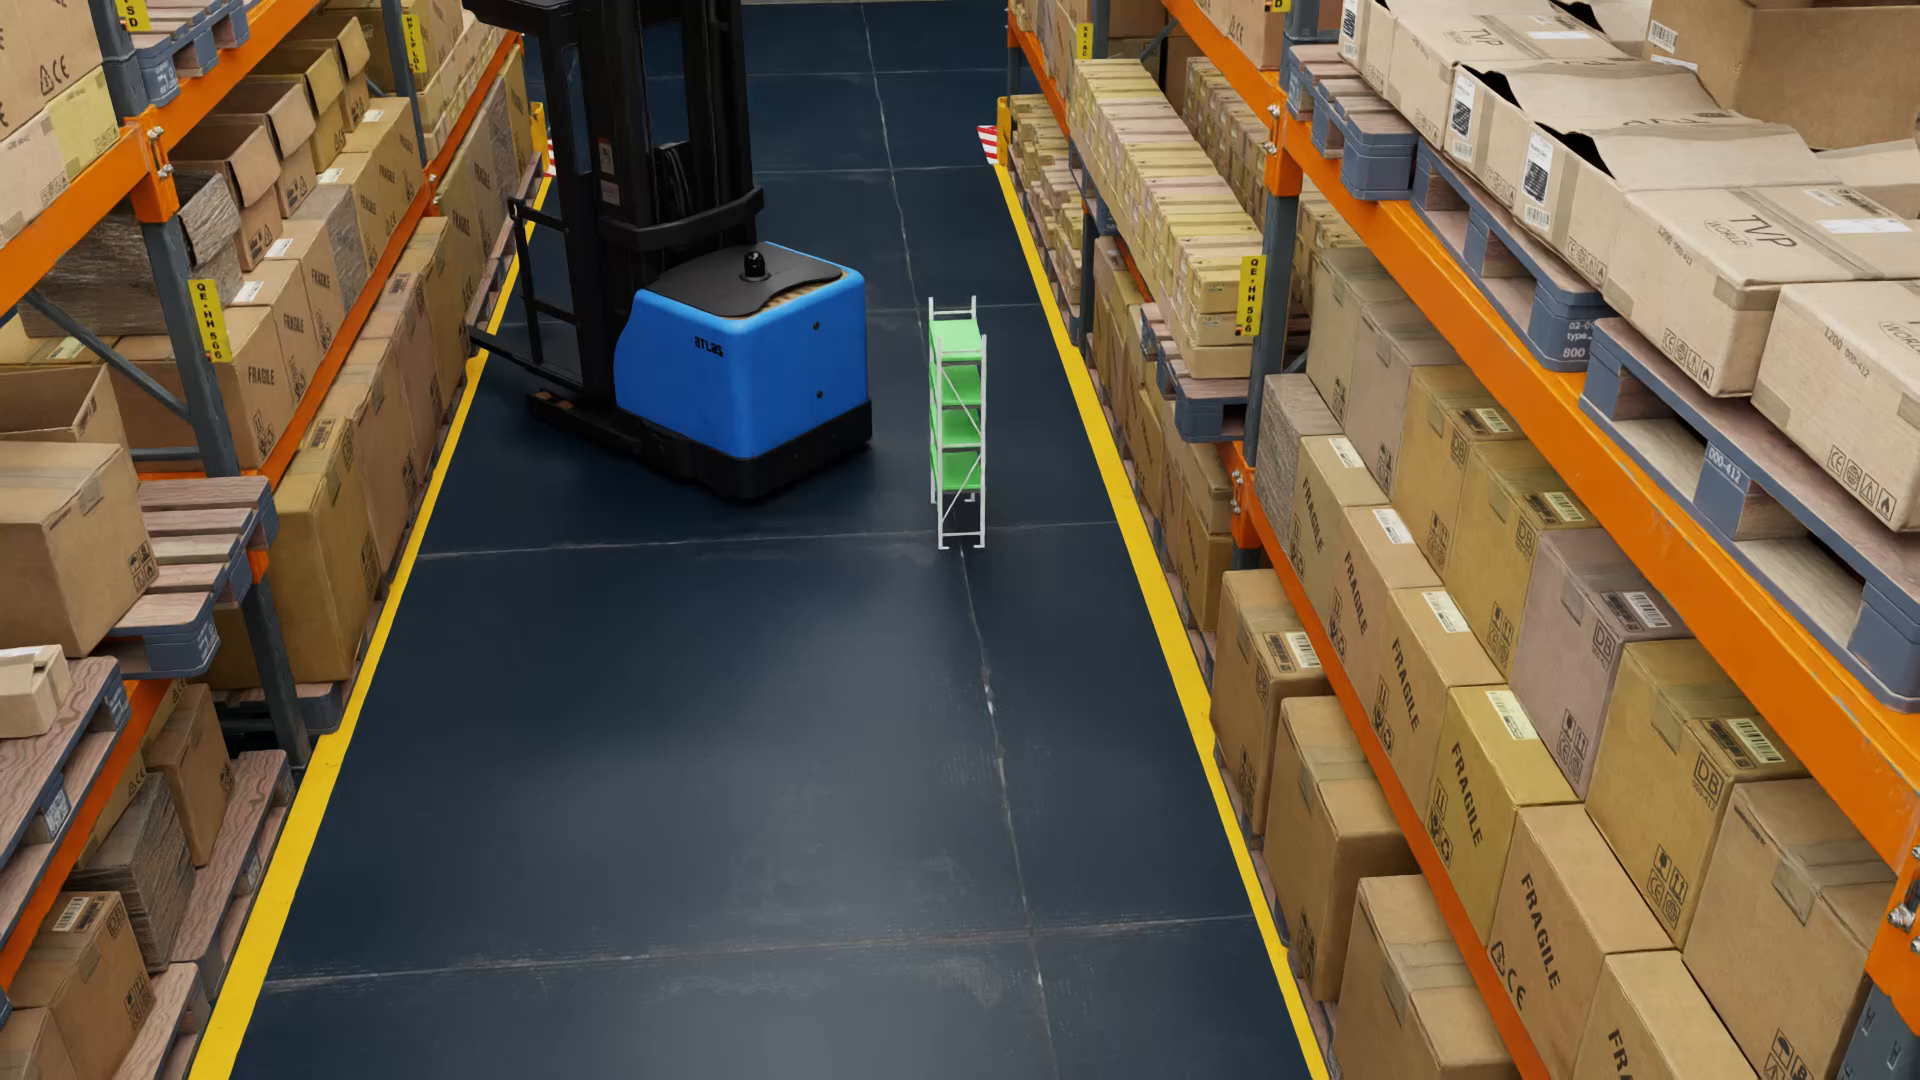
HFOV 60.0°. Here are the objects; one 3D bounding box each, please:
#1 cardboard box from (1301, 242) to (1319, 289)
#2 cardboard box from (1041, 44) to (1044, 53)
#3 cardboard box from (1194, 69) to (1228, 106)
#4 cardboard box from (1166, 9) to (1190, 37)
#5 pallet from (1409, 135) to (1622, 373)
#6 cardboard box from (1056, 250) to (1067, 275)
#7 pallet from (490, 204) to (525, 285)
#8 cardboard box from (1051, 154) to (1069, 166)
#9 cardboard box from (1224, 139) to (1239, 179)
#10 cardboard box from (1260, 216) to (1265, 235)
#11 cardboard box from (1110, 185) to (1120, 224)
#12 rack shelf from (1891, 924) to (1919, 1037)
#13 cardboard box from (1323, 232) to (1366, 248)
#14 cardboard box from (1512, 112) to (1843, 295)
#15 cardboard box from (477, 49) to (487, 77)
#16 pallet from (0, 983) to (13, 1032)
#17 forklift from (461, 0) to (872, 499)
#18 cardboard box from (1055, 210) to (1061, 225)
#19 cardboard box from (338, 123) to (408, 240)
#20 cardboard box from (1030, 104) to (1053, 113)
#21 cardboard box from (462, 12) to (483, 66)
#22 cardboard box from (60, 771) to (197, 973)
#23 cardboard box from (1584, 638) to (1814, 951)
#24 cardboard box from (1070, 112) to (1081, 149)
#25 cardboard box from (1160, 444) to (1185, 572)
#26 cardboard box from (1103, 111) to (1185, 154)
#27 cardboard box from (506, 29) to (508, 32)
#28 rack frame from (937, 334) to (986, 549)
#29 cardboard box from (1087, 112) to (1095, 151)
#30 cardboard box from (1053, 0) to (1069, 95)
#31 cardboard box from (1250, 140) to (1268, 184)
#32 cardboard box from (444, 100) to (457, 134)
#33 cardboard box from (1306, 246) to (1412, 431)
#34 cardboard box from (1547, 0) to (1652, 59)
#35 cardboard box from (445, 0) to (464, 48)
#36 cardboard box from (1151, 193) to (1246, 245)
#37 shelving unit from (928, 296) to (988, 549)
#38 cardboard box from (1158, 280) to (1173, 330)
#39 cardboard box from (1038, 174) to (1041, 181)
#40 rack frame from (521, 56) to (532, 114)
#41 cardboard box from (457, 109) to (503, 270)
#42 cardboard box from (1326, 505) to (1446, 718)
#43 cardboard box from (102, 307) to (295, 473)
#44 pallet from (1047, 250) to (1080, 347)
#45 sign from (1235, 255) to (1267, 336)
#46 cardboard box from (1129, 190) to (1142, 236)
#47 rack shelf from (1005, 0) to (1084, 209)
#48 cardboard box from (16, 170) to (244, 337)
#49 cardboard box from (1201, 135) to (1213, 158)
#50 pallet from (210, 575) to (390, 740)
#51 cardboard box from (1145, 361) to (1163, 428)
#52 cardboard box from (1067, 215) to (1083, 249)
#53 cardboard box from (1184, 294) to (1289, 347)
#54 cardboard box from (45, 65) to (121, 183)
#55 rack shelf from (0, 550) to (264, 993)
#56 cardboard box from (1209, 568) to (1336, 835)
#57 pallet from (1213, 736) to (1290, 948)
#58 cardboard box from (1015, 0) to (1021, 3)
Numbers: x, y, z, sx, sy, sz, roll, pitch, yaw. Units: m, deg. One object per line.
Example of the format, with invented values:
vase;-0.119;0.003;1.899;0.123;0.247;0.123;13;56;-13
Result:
cardboard box;1.748;-1.228;7.425;0.380;0.149;0.250;-4;31;-6
cardboard box;0.798;-3.631;12.149;0.380;0.149;0.250;-3;31;-6
cardboard box;1.533;-2.534;9.322;0.380;0.149;0.250;-4;31;-6
cardboard box;1.475;-3.381;10.122;0.500;0.500;0.500;-2;31;-3
pallet;1.869;-0.806;4.434;1.003;0.211;1.213;-1;31;-2
cardboard box;0.869;-1.947;11.456;0.380;0.149;0.250;-4;31;-6
pallet;-3.783;-2.172;12.180;1.003;0.211;1.213;-3;31;-5
cardboard box;0.873;-2.714;12.159;0.380;0.149;0.250;-3;31;-4
cardboard box;1.608;-2.012;8.738;0.380;0.149;0.250;-4;31;-7
cardboard box;1.682;-1.484;8.145;0.380;0.149;0.250;-2;31;-4
cardboard box;0.981;-1.722;8.543;0.380;0.149;0.250;-3;31;-5
rack shelf;2.209;1.588;0.943;1.077;0.370;4.000;-3;31;-5
cardboard box;1.770;-1.207;7.100;0.380;0.149;0.250;-4;31;-6
cardboard box;1.639;-0.811;3.838;0.500;0.311;0.500;-4;31;-6
cardboard box;-3.543;-3.341;11.662;0.380;0.149;0.250;-2;31;-4
pallet;-2.852;1.417;3.640;1.003;0.211;1.213;-3;31;-5
forklift;-1.962;-2.101;9.408;3.031;2.935;1.130;23;38;33
cardboard box;0.880;-2.304;11.762;0.380;0.149;0.250;-2;31;-3
cardboard box;-3.318;-1.917;8.937;0.500;0.500;0.500;-2;31;-3
cardboard box;0.757;-3.374;13.264;0.380;0.149;0.250;-2;31;-4
cardboard box;-3.590;-3.439;11.438;0.500;0.250;0.500;-3;31;-4
cardboard box;-3.152;1.198;5.829;0.700;0.500;0.500;-5;31;-9
cardboard box;1.920;0.558;3.818;0.700;0.500;0.500;-3;31;-5
cardboard box;0.854;-2.388;9.658;0.380;0.149;0.250;-4;31;-7
cardboard box;1.282;-0.192;8.175;0.500;0.500;0.500;-2;31;-3
cardboard box;0.952;-2.112;8.616;0.380;0.149;0.250;-3;31;-5
cardboard box;-3.660;-3.988;12.747;0.380;0.149;0.250;-2;31;-4
rack frame;0.007;-0.475;8.375;0.240;1.200;0.015;-3;31;-5
cardboard box;0.904;-2.252;9.140;0.380;0.149;0.250;-2;31;-3
cardboard box;0.901;-3.208;10.808;0.500;0.500;0.500;-4;31;-6
cardboard box;1.654;-1.868;8.208;0.380;0.149;0.250;-3;31;-5
cardboard box;-3.419;-2.680;10.557;0.380;0.149;0.250;-2;31;-3
cardboard box;1.680;-0.739;5.990;0.700;0.500;0.500;-3;31;-5
cardboard box;2.045;-1.450;4.907;0.500;0.311;0.500;-3;31;-5
cardboard box;-3.555;-3.512;10.829;0.500;0.500;0.500;-4;31;-6
cardboard box;1.072;-1.451;7.509;0.380;0.149;0.250;-2;31;-3
shelving unit;-0.015;-0.600;8.584;0.258;1.200;0.503;-3;31;-5
cardboard box;1.099;-1.057;7.430;0.380;0.149;0.250;-2;31;-4
cardboard box;0.801;-2.737;12.777;0.380;0.149;0.250;-3;31;-4
rack frame;-4.047;-4.395;13.183;1.000;3.000;0.127;-3;31;-5
cardboard box;-3.739;-2.421;11.541;0.875;0.875;0.875;-3;31;-5
cardboard box;1.519;0.220;5.360;0.500;0.500;0.500;-3;31;-5
cardboard box;-3.074;-0.615;6.756;0.500;0.500;0.500;-2;31;-3
pallet;1.177;-1.683;11.361;1.003;0.211;1.213;-3;31;-5
sign;1.109;-0.929;6.328;0.100;0.325;0.005;-3;31;-5
cardboard box;1.026;-1.586;8.025;0.380;0.149;0.250;-2;31;-3
rack shelf;1.088;-3.251;11.969;1.077;0.370;4.000;-3;31;-5
cardboard box;-3.351;-1.158;6.688;0.797;0.503;0.637;-2;31;-3
cardboard box;1.555;-2.158;9.273;0.380;0.149;0.250;-3;31;-5
pallet;-3.298;0.481;7.740;1.003;0.211;1.213;-3;31;-5
cardboard box;1.234;-0.780;8.427;0.500;0.250;0.500;-2;31;-3
cardboard box;0.919;-2.048;11.044;0.380;0.149;0.250;-2;31;-4
cardboard box;1.149;-0.927;6.922;0.380;0.149;0.250;-2;31;-4
cardboard box;-3.011;-1.303;5.227;0.500;0.250;0.500;-3;31;-4
rack shelf;-3.112;1.019;4.820;1.077;0.370;4.000;-3;31;-5
cardboard box;1.616;0.604;6.598;1.050;0.750;0.750;-3;31;-5
pallet;1.647;1.107;6.691;1.003;0.211;1.213;-3;31;-5
cardboard box;0.668;-4.509;12.986;0.500;0.500;0.500;-1;31;-2
